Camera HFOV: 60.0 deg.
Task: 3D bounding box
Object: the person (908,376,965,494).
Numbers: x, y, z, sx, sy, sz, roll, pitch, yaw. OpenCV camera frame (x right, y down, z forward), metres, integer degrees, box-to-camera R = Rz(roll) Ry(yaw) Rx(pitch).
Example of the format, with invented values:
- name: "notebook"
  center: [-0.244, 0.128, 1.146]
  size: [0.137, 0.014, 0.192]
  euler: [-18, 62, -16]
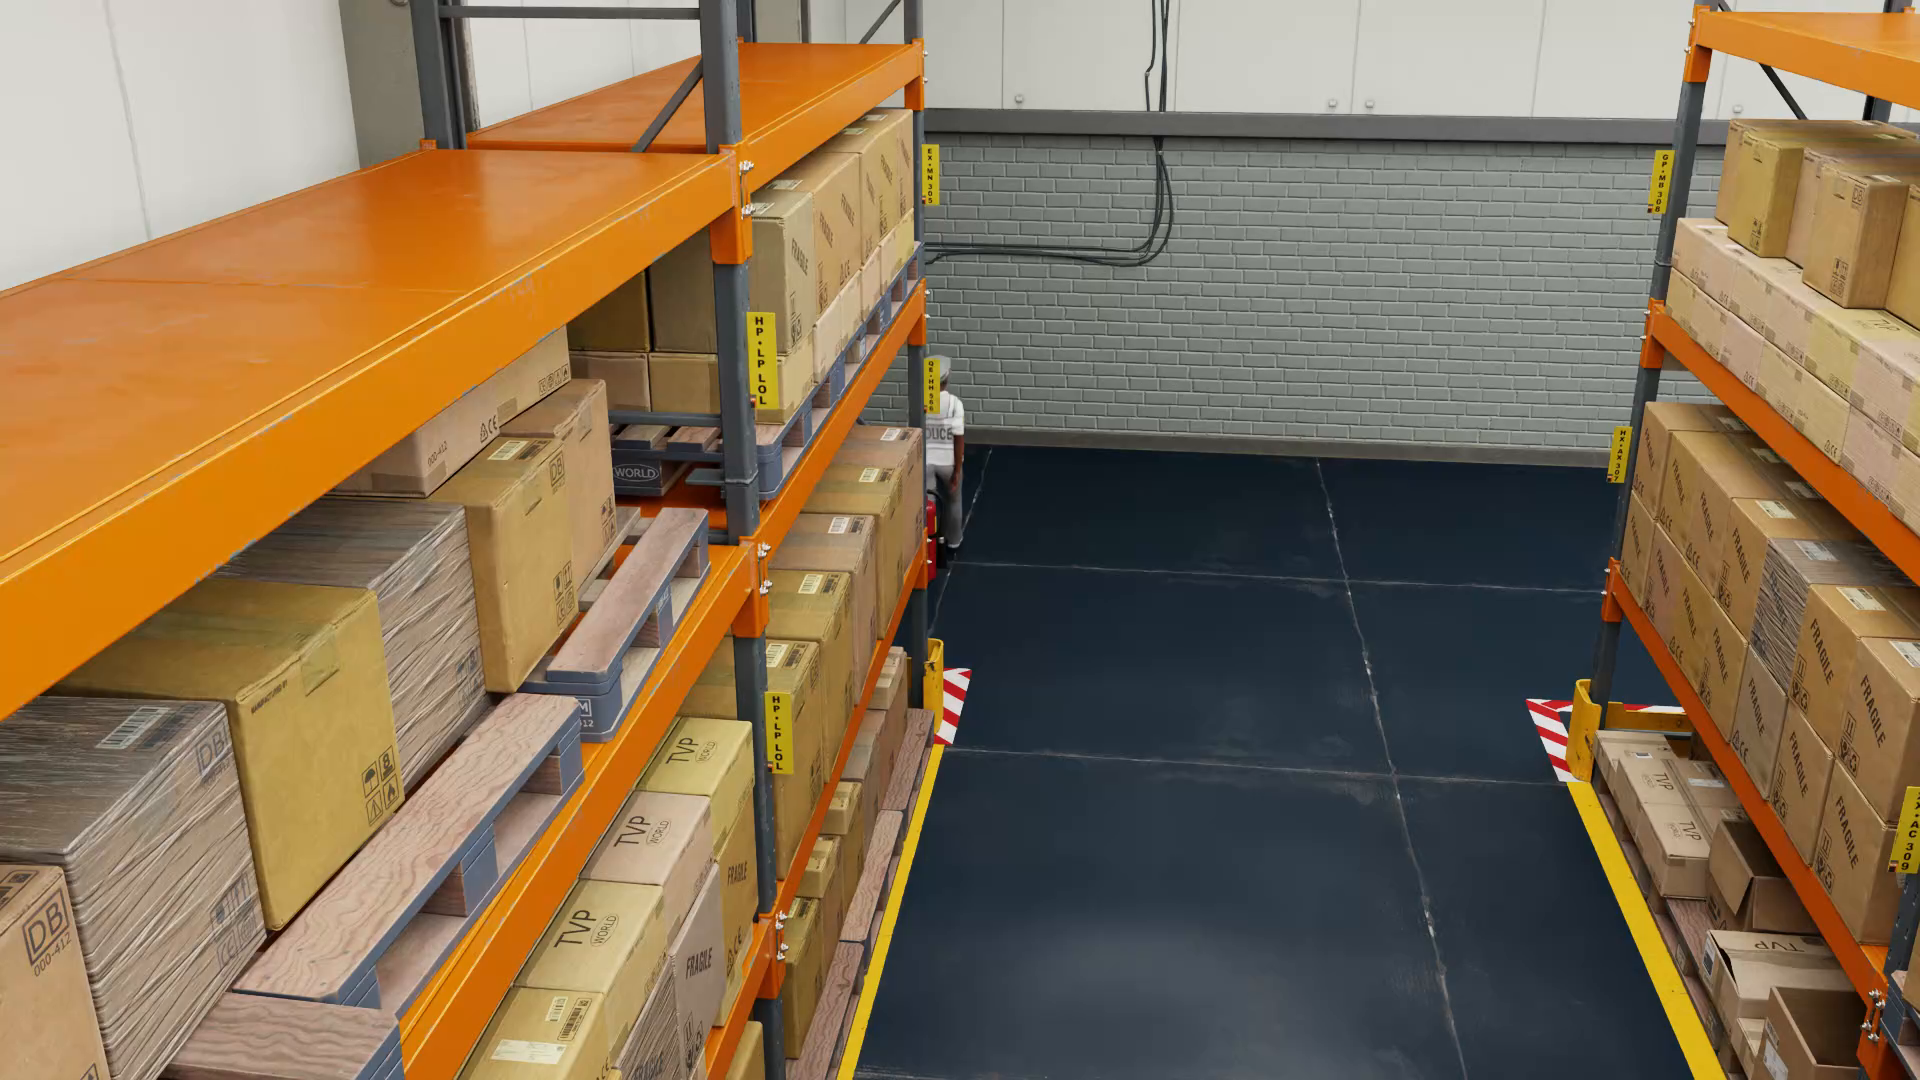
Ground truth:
- name: "person"
  center: [-0.178, -0.884, 12.502]
  size: [0.450, 0.985, 0.469]
  euler: [1, 21, 4]
